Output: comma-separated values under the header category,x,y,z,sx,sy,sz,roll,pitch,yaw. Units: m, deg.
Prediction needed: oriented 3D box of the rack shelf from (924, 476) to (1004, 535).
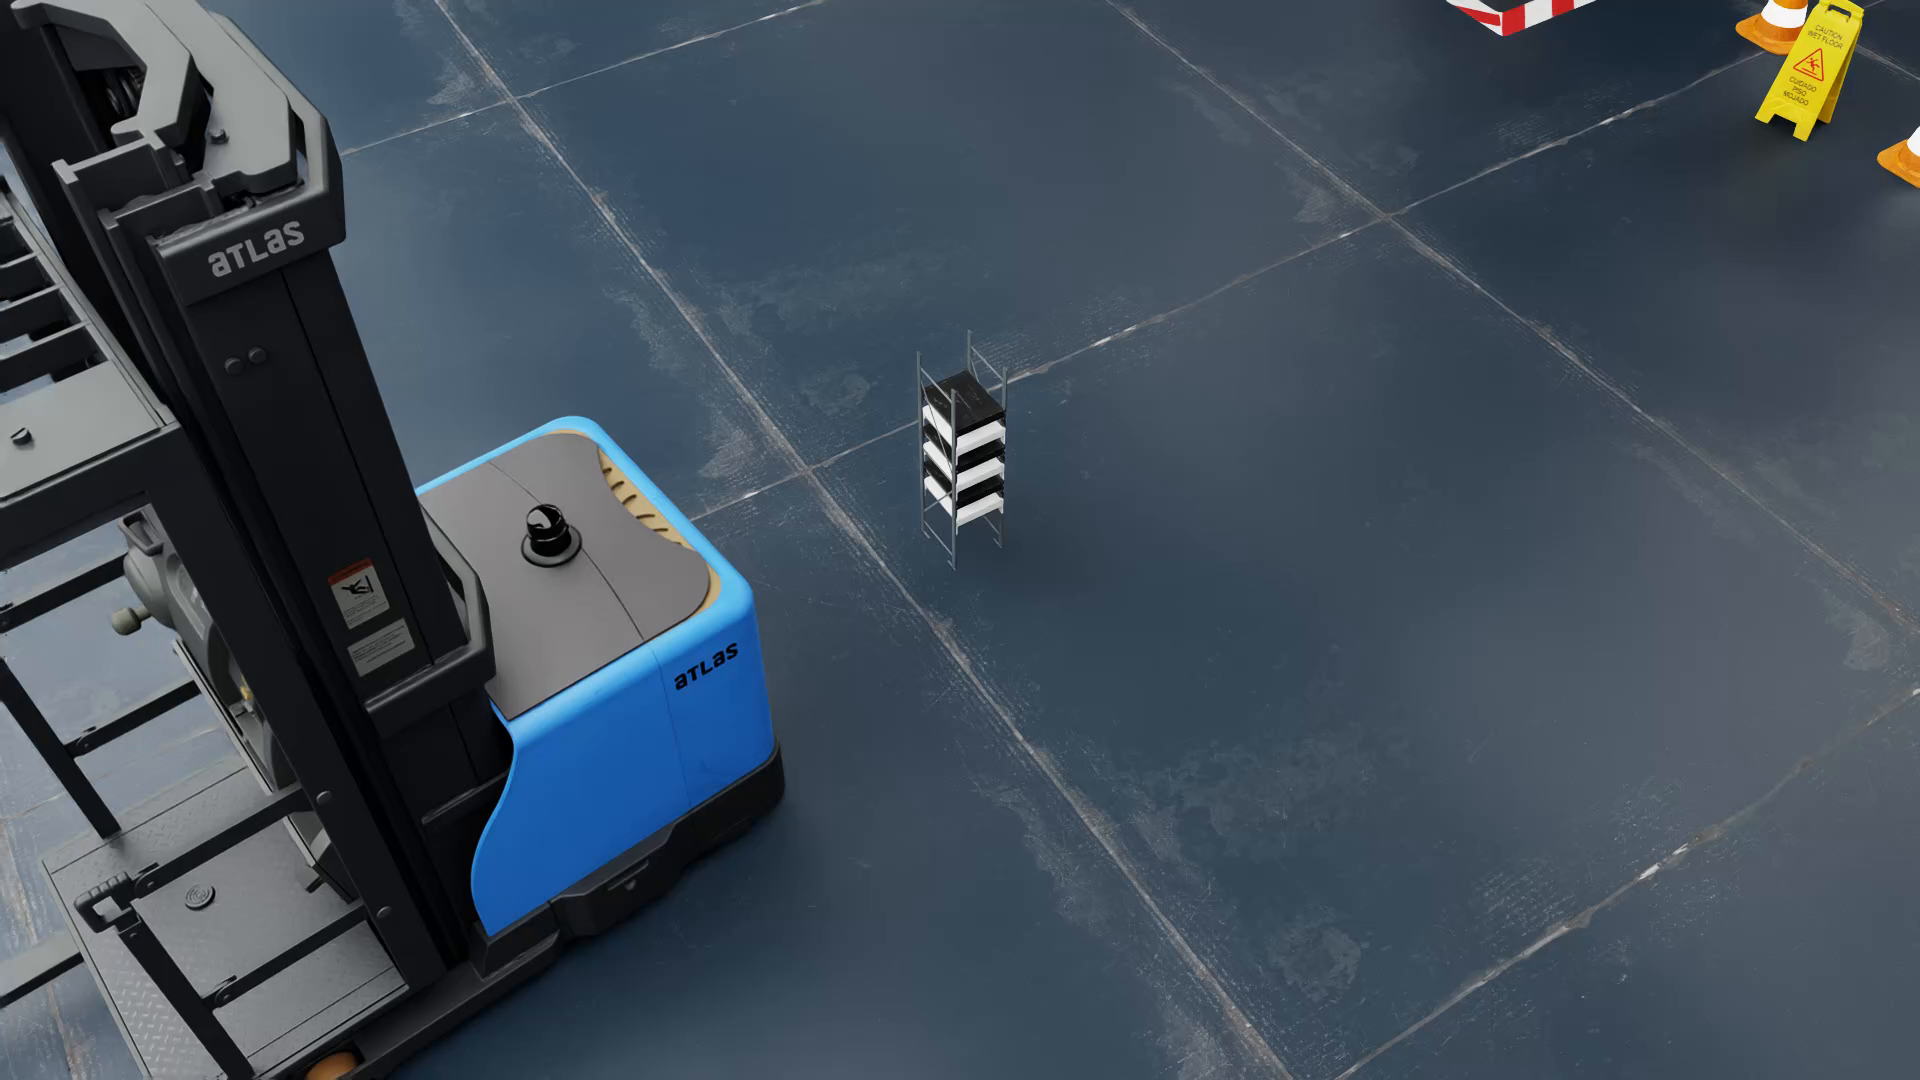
category,x,y,z,sx,sy,sz,roll,pitch,yaw
rack shelf,0.007,-0.161,6.076,0.200,0.077,0.258,-25,53,-21

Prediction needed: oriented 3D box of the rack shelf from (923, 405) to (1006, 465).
category,x,y,z,sx,sy,sz,roll,pitch,yaw
rack shelf,0.007,-0.400,5.807,0.200,0.077,0.258,-25,53,-21

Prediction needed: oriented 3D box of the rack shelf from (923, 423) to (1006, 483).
category,x,y,z,sx,sy,sz,roll,pitch,yaw
rack shelf,0.007,-0.340,5.874,0.200,0.077,0.258,-25,53,-21

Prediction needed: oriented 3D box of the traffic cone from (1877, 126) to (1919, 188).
category,x,y,z,sx,sy,sz,roll,pitch,yaw
traffic cone,4.524,-1.914,7.644,0.334,0.463,0.336,-25,53,-21

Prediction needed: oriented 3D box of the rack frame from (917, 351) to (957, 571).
category,x,y,z,sx,sy,sz,roll,pitch,yaw
rack frame,-0.079,-0.262,5.881,0.006,0.900,0.240,-25,53,-21

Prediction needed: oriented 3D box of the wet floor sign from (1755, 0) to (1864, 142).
category,x,y,z,sx,sy,sz,roll,pitch,yaw
wet floor sign,4.034,-2.247,7.819,0.232,0.644,0.267,-34,57,-27

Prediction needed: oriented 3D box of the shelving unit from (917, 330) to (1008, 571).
category,x,y,z,sx,sy,sz,roll,pitch,yaw
shelving unit,0.007,-0.302,5.917,0.210,0.900,0.258,-25,53,-21

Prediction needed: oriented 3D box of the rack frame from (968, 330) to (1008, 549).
category,x,y,z,sx,sy,sz,roll,pitch,yaw
rack frame,0.093,-0.343,5.953,0.006,0.900,0.240,-25,53,-21

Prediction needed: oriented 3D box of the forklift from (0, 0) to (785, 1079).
category,x,y,z,sx,sy,sz,roll,pitch,yaw
forklift,-2.035,0.299,4.021,3.031,2.935,1.130,-31,55,-25

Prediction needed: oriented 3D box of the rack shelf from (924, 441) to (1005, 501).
category,x,y,z,sx,sy,sz,roll,pitch,yaw
rack shelf,0.007,-0.280,5.942,0.200,0.077,0.258,-25,53,-21

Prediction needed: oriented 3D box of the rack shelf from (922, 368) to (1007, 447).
category,x,y,z,sx,sy,sz,roll,pitch,yaw
rack shelf,0.007,-0.460,5.740,0.200,0.077,0.258,-25,53,-21

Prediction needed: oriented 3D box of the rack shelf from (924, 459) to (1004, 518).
category,x,y,z,sx,sy,sz,roll,pitch,yaw
rack shelf,0.007,-0.220,6.009,0.200,0.077,0.258,-25,53,-21

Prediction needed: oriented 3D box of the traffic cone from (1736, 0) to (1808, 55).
category,x,y,z,sx,sy,sz,roll,pitch,yaw
traffic cone,4.209,-2.763,8.400,0.334,0.463,0.336,-25,53,-21
